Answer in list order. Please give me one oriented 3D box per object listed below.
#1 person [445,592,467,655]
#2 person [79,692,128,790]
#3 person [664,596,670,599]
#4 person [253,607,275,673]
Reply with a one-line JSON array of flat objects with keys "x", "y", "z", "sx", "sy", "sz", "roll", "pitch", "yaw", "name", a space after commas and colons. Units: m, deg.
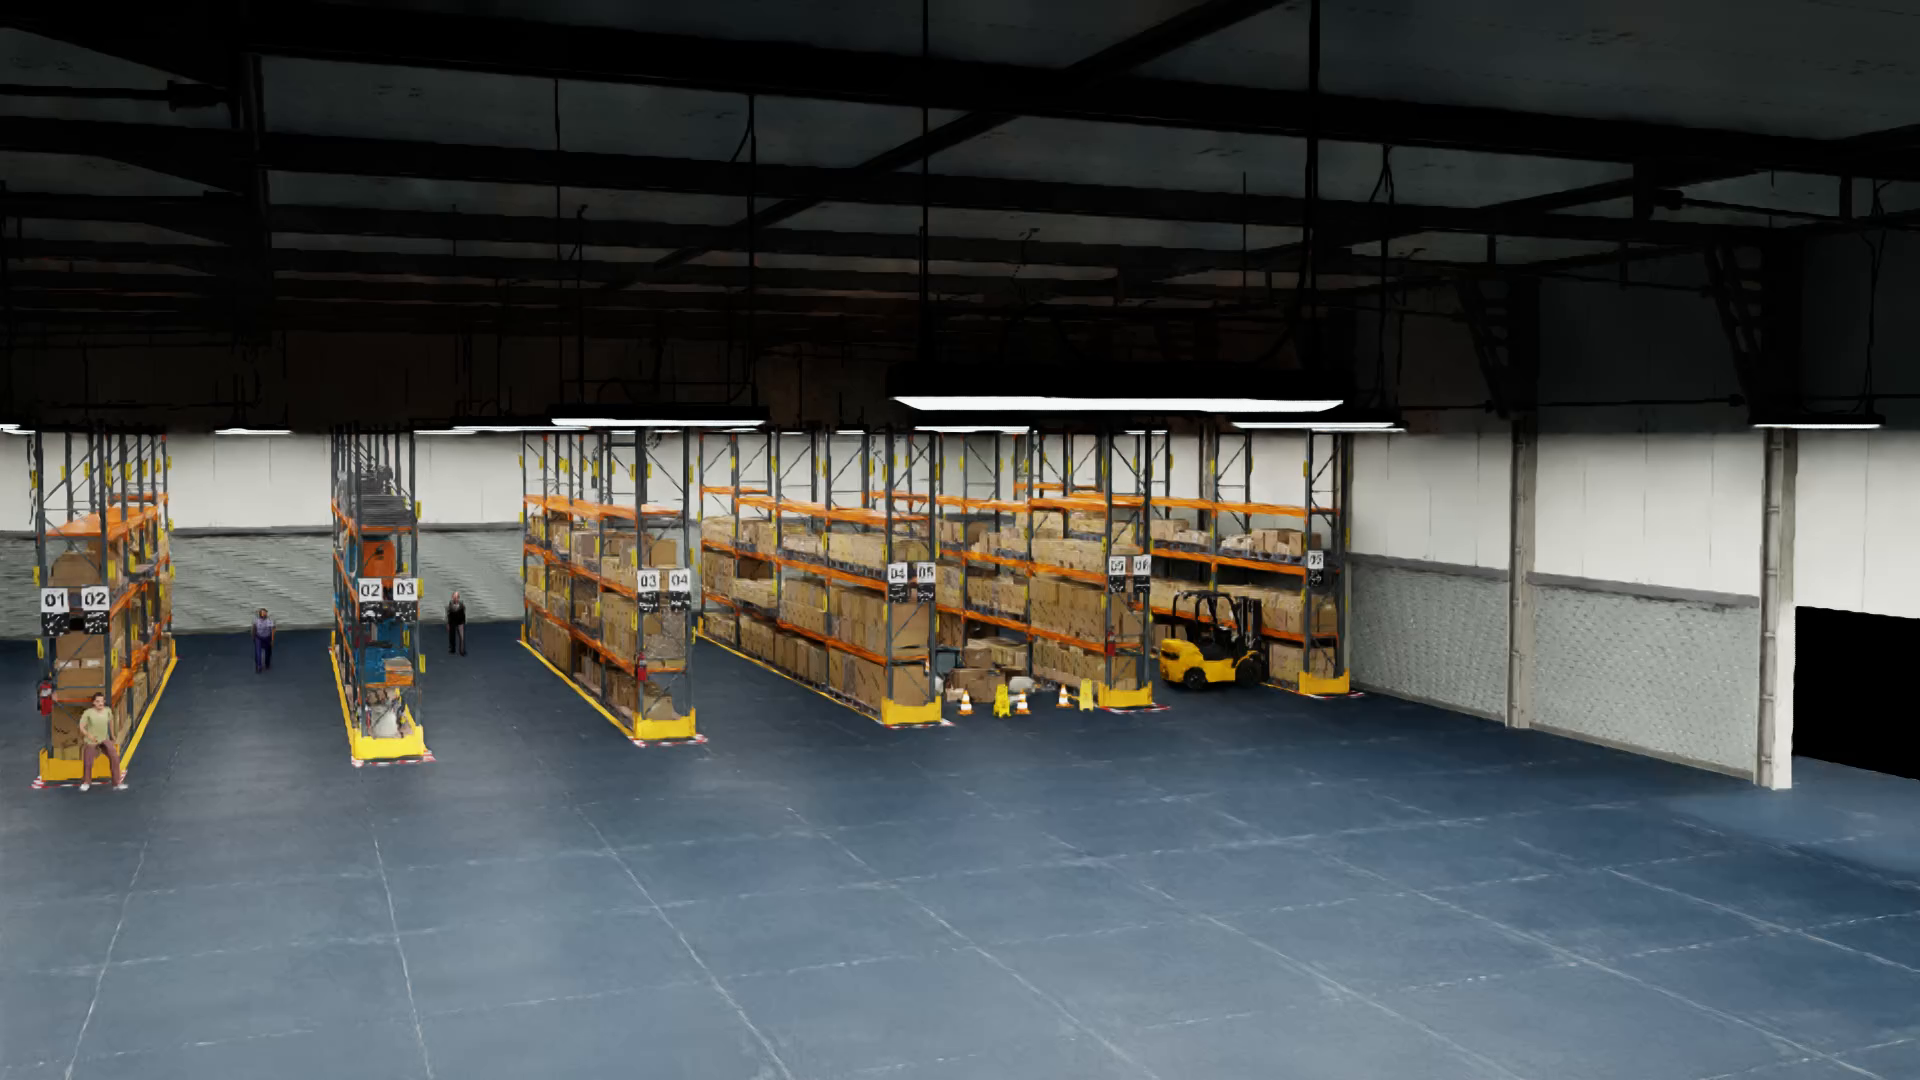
[{"x": -13.198, "y": 2.171, "z": 43.515, "sx": 0.543, "sy": 1.648, "sz": 1.115, "roll": -1, "pitch": 4, "yaw": -20, "name": "person"}, {"x": -13.863, "y": 3.236, "z": 26.791, "sx": 0.626, "sy": 1.610, "sz": 0.799, "roll": -3, "pitch": 5, "yaw": -41, "name": "person"}, {"x": -8.659, "y": 1.799, "z": 49.824, "sx": 0.444, "sy": 1.585, "sz": 0.990, "roll": -1, "pitch": 4, "yaw": -13, "name": "person"}, {"x": -16.869, "y": 2.407, "z": 40.316, "sx": 0.478, "sy": 1.567, "sz": 1.093, "roll": -2, "pitch": 4, "yaw": -25, "name": "person"}]
